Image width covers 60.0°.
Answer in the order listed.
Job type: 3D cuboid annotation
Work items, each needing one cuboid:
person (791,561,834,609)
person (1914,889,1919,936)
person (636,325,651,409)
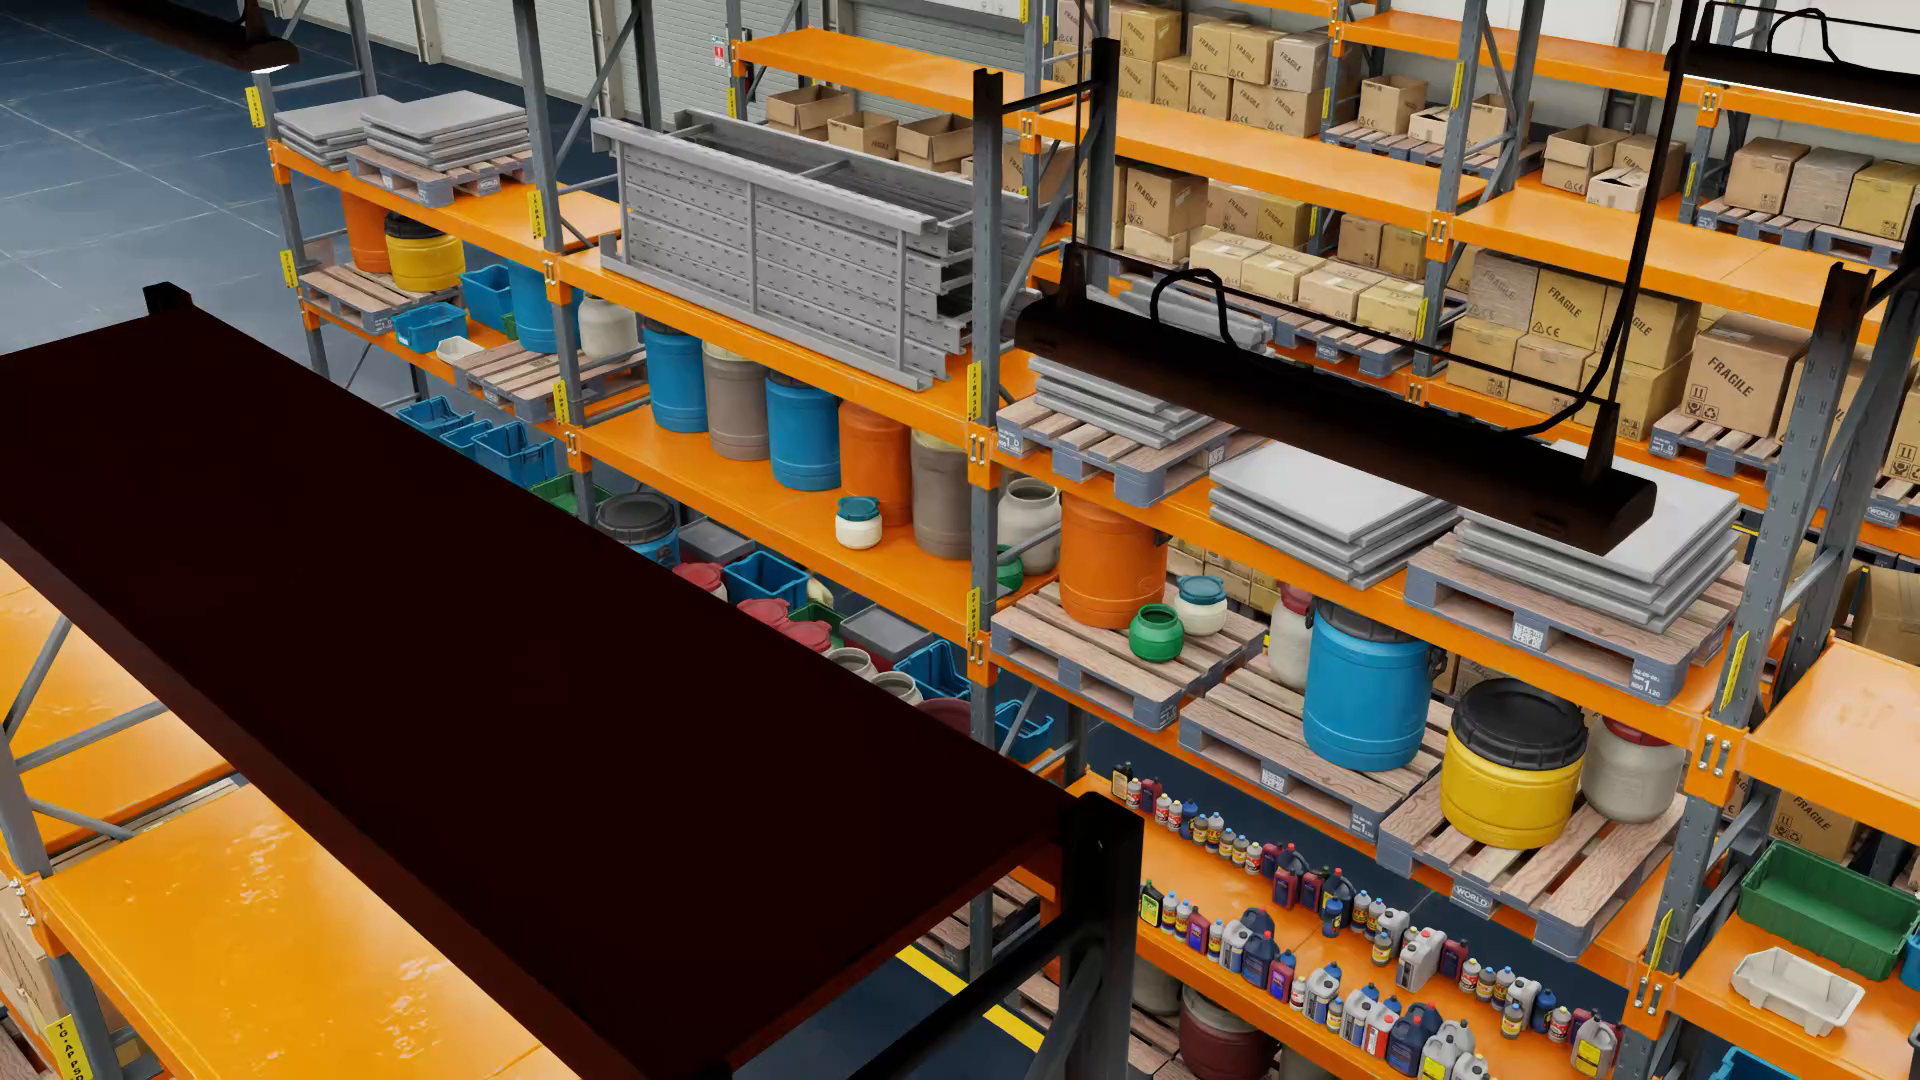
[{"bbox_3d":[-1.058,0.733,13.199,1.007,1.583,0.460,-12,32,-20],"label":"person"},{"bbox_3d":[6.023,2.493,10.126,0.519,1.681,0.615,-1,29,-2],"label":"person"},{"bbox_3d":[-3.121,-1.482,17.070,0.638,1.813,0.566,2,29,3],"label":"person"}]
